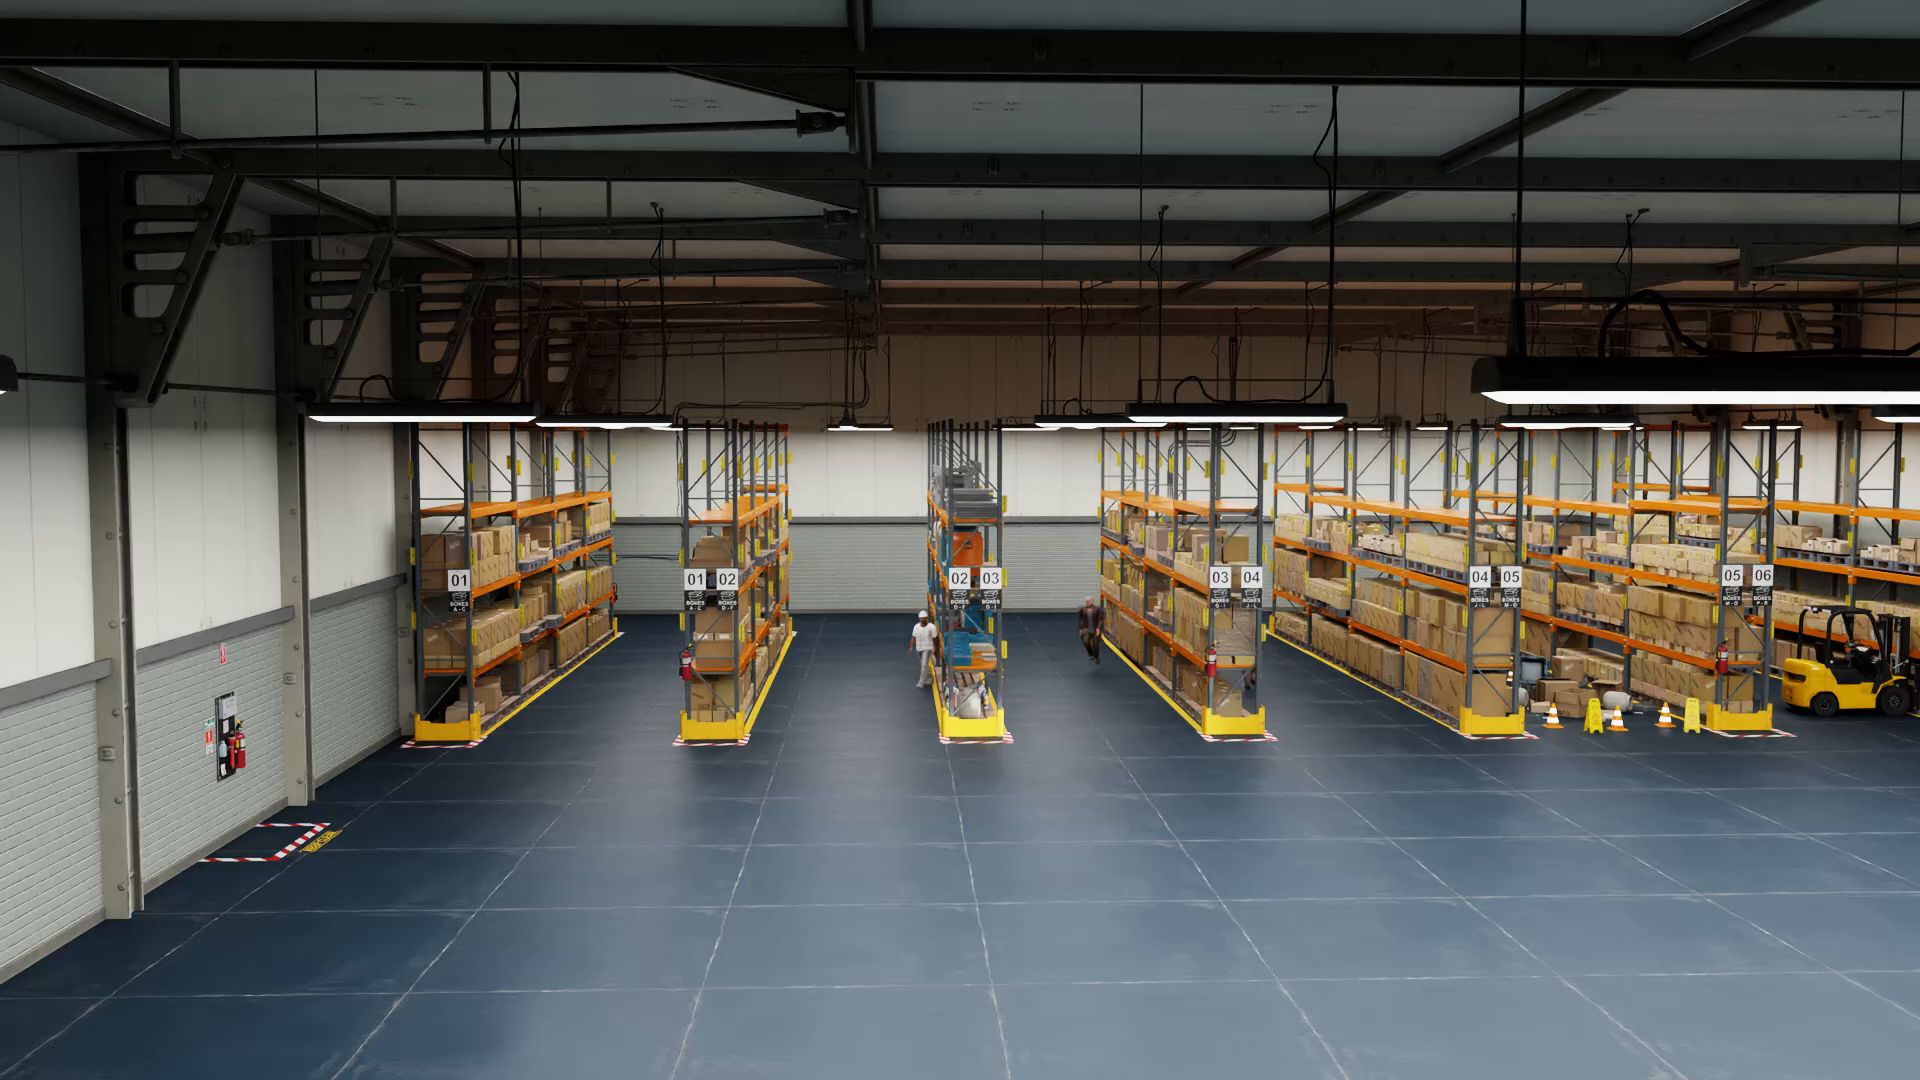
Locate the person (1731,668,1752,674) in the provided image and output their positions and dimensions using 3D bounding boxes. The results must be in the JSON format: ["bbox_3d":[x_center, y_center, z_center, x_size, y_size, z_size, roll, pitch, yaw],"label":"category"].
[{"bbox_3d":[17.076,2.582,36.259,0.660,1.654,0.767,0,4,-2],"label":"person"}]

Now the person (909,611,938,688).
[{"bbox_3d":[-0.846,2.448,37.379,0.584,1.702,1.049,3,5,38],"label":"person"}]

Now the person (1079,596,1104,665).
[{"bbox_3d":[3.162,2.188,40.102,0.620,1.700,0.865,1,4,10],"label":"person"}]

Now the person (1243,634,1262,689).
[{"bbox_3d":[6.472,2.467,37.305,0.577,1.711,0.539,1,4,8],"label":"person"}]
